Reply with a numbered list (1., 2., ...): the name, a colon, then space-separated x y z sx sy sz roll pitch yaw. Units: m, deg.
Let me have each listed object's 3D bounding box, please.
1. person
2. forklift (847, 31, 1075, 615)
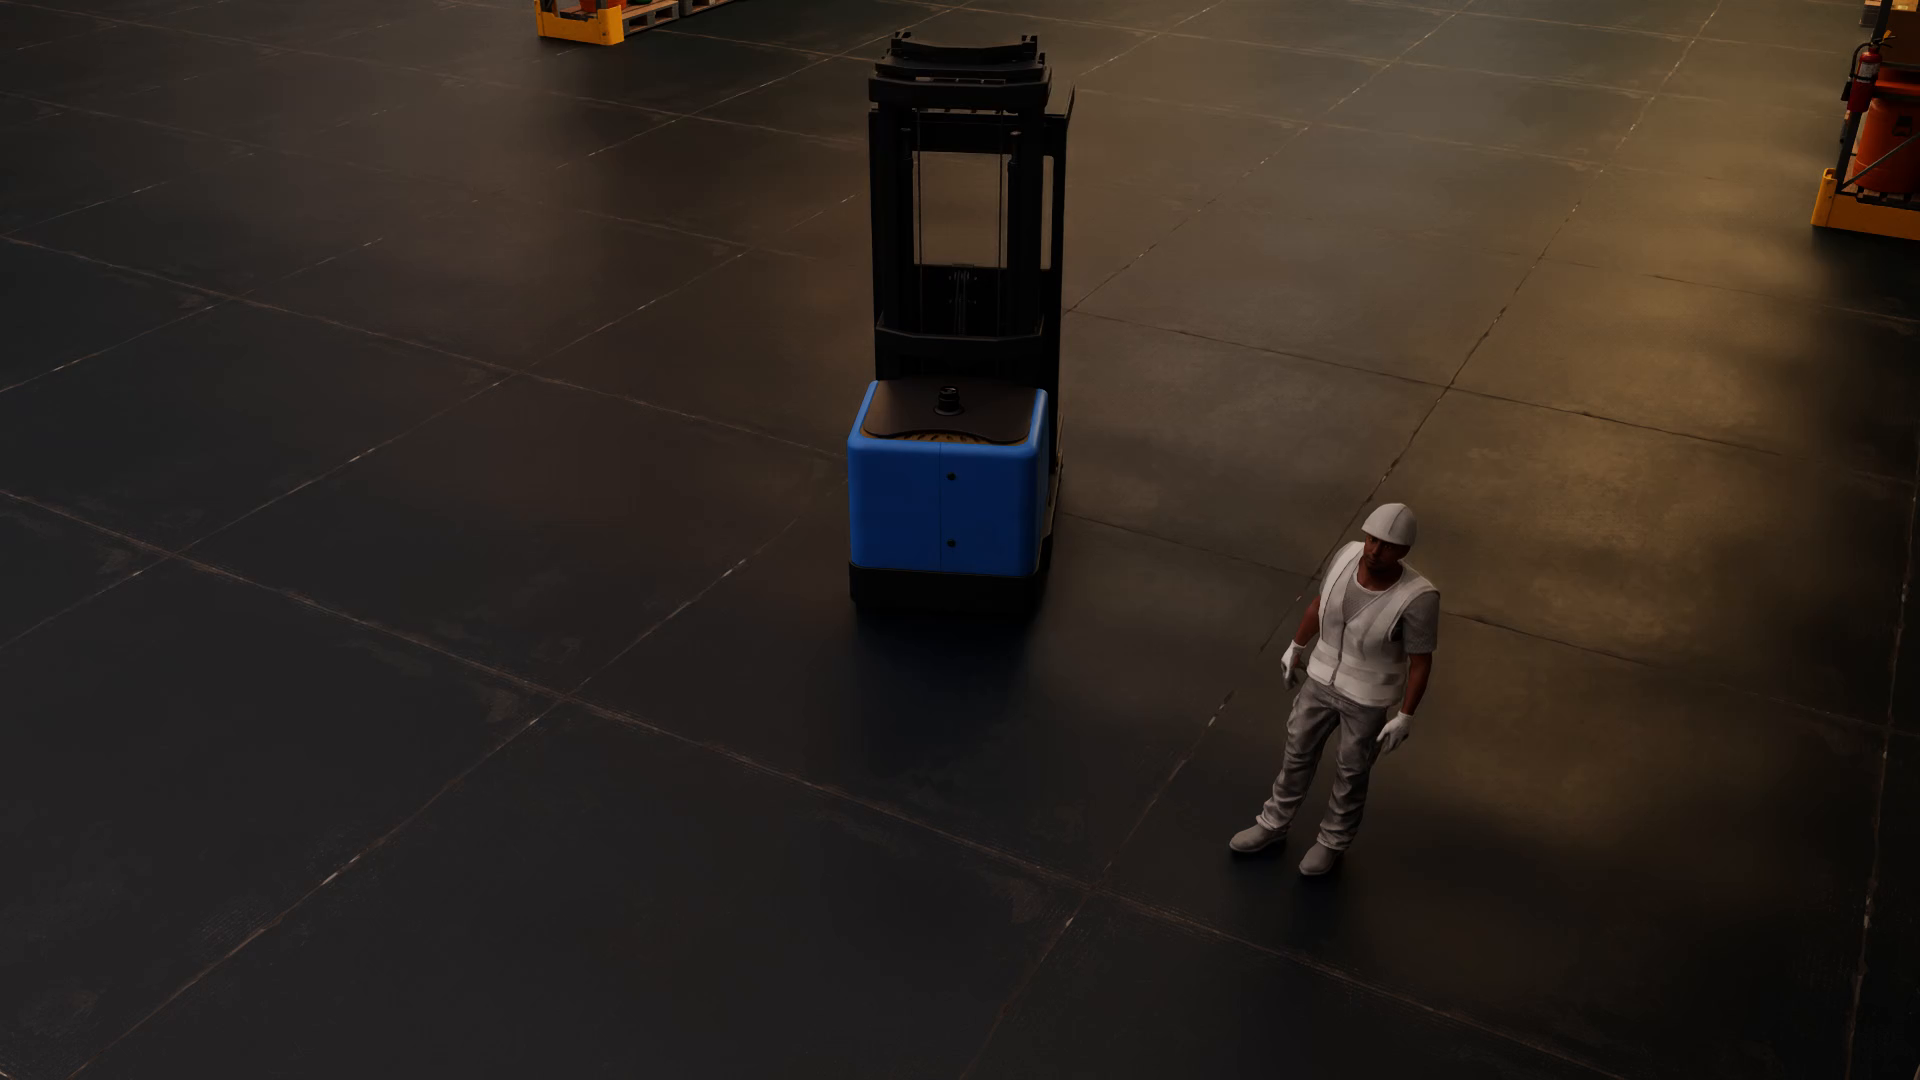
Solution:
1. person: 1.615 0.657 7.065 0.576 1.785 0.656 -23 37 -34
2. forklift: 0.072 -1.572 9.794 1.130 2.935 3.031 3 30 6
